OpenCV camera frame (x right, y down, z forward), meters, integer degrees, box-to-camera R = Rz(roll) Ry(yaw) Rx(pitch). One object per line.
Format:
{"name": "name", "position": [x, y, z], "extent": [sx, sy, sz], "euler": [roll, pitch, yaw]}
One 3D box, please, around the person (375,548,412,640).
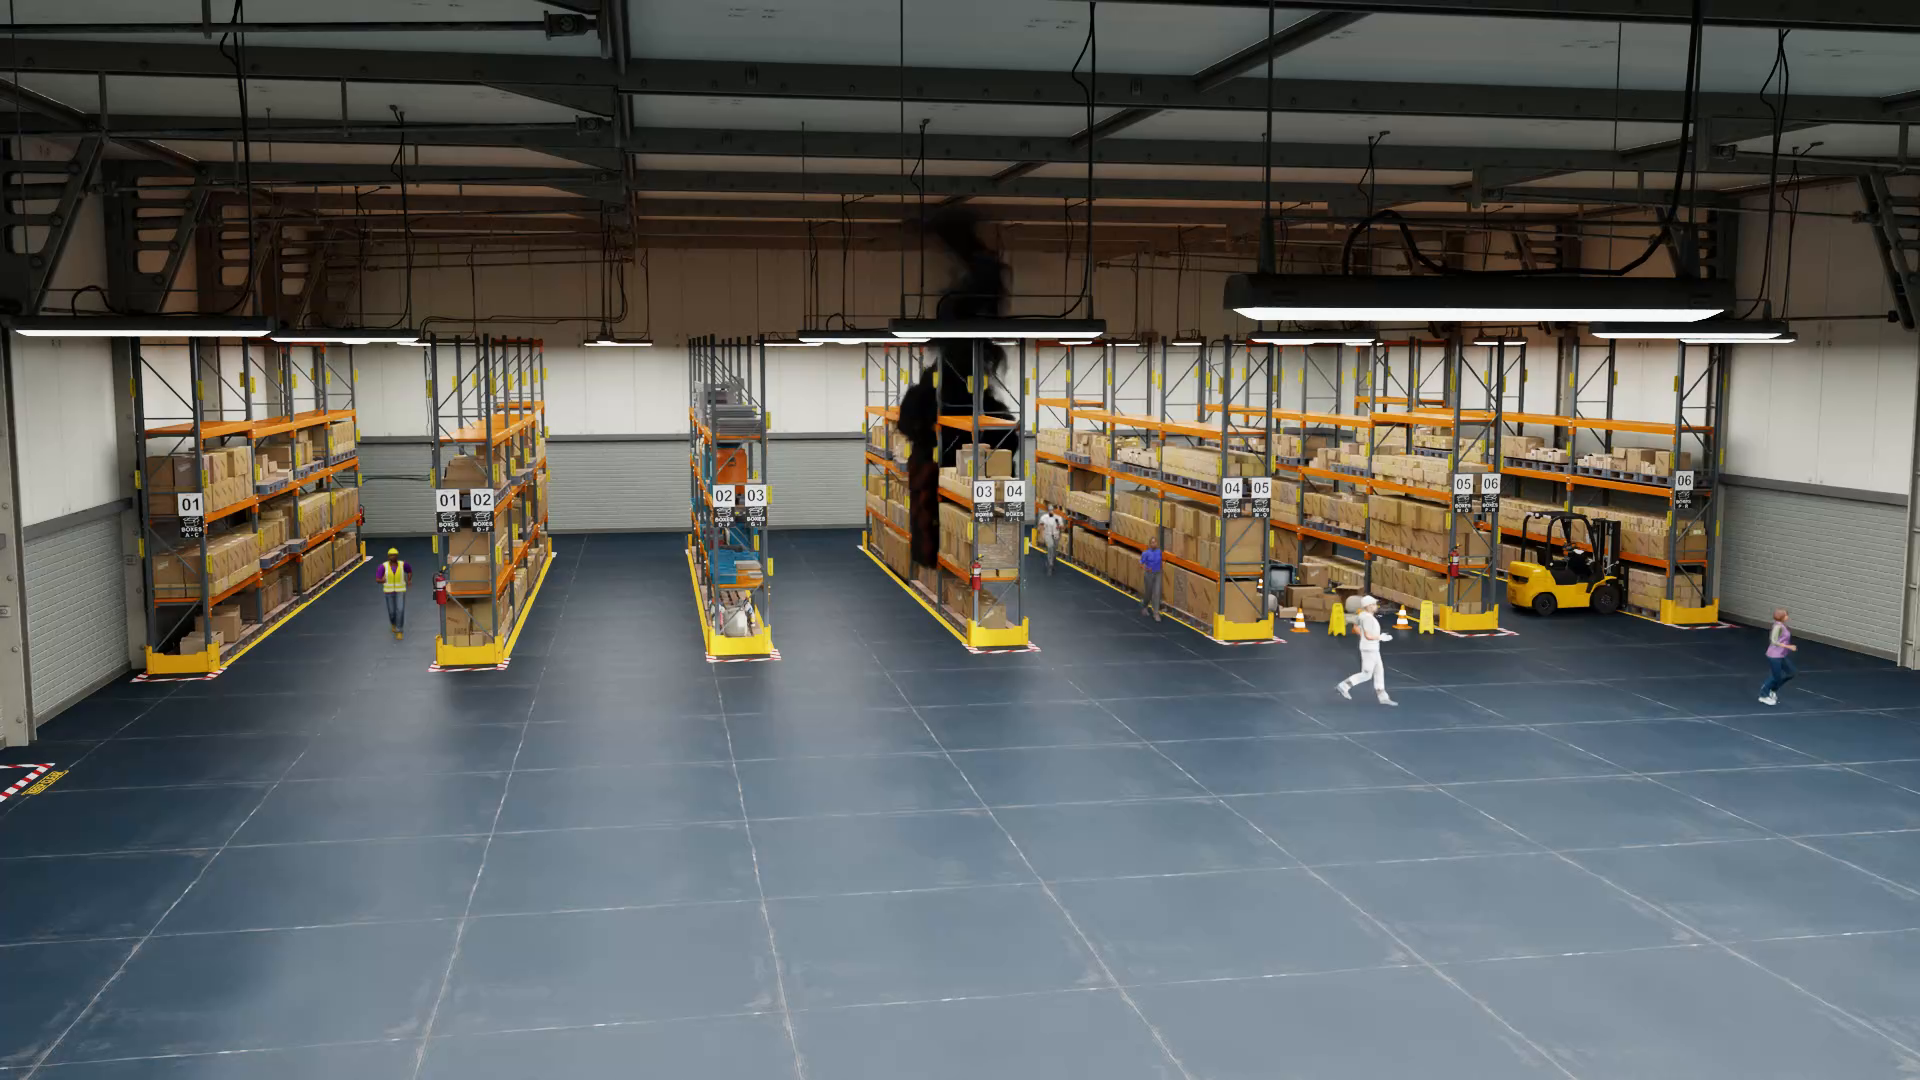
{"name": "person", "position": [-11.226, 1.042, 33.005], "extent": [0.695, 1.771, 0.962], "euler": [-2, 7, -17]}

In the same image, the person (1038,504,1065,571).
{"name": "person", "position": [2.353, -0.055, 42.458], "extent": [0.636, 1.750, 0.898], "euler": [-1, 7, -10]}

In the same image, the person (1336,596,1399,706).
{"name": "person", "position": [6.541, 1.772, 26.621], "extent": [0.985, 1.776, 0.654], "euler": [2, 7, 14]}

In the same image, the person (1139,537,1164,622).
{"name": "person", "position": [3.904, 0.772, 33.660], "extent": [0.579, 1.671, 0.784], "euler": [-2, 7, -16]}

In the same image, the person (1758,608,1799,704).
{"name": "person", "position": [13.194, 1.876, 26.767], "extent": [0.585, 1.565, 0.536], "euler": [6, 9, 41]}
